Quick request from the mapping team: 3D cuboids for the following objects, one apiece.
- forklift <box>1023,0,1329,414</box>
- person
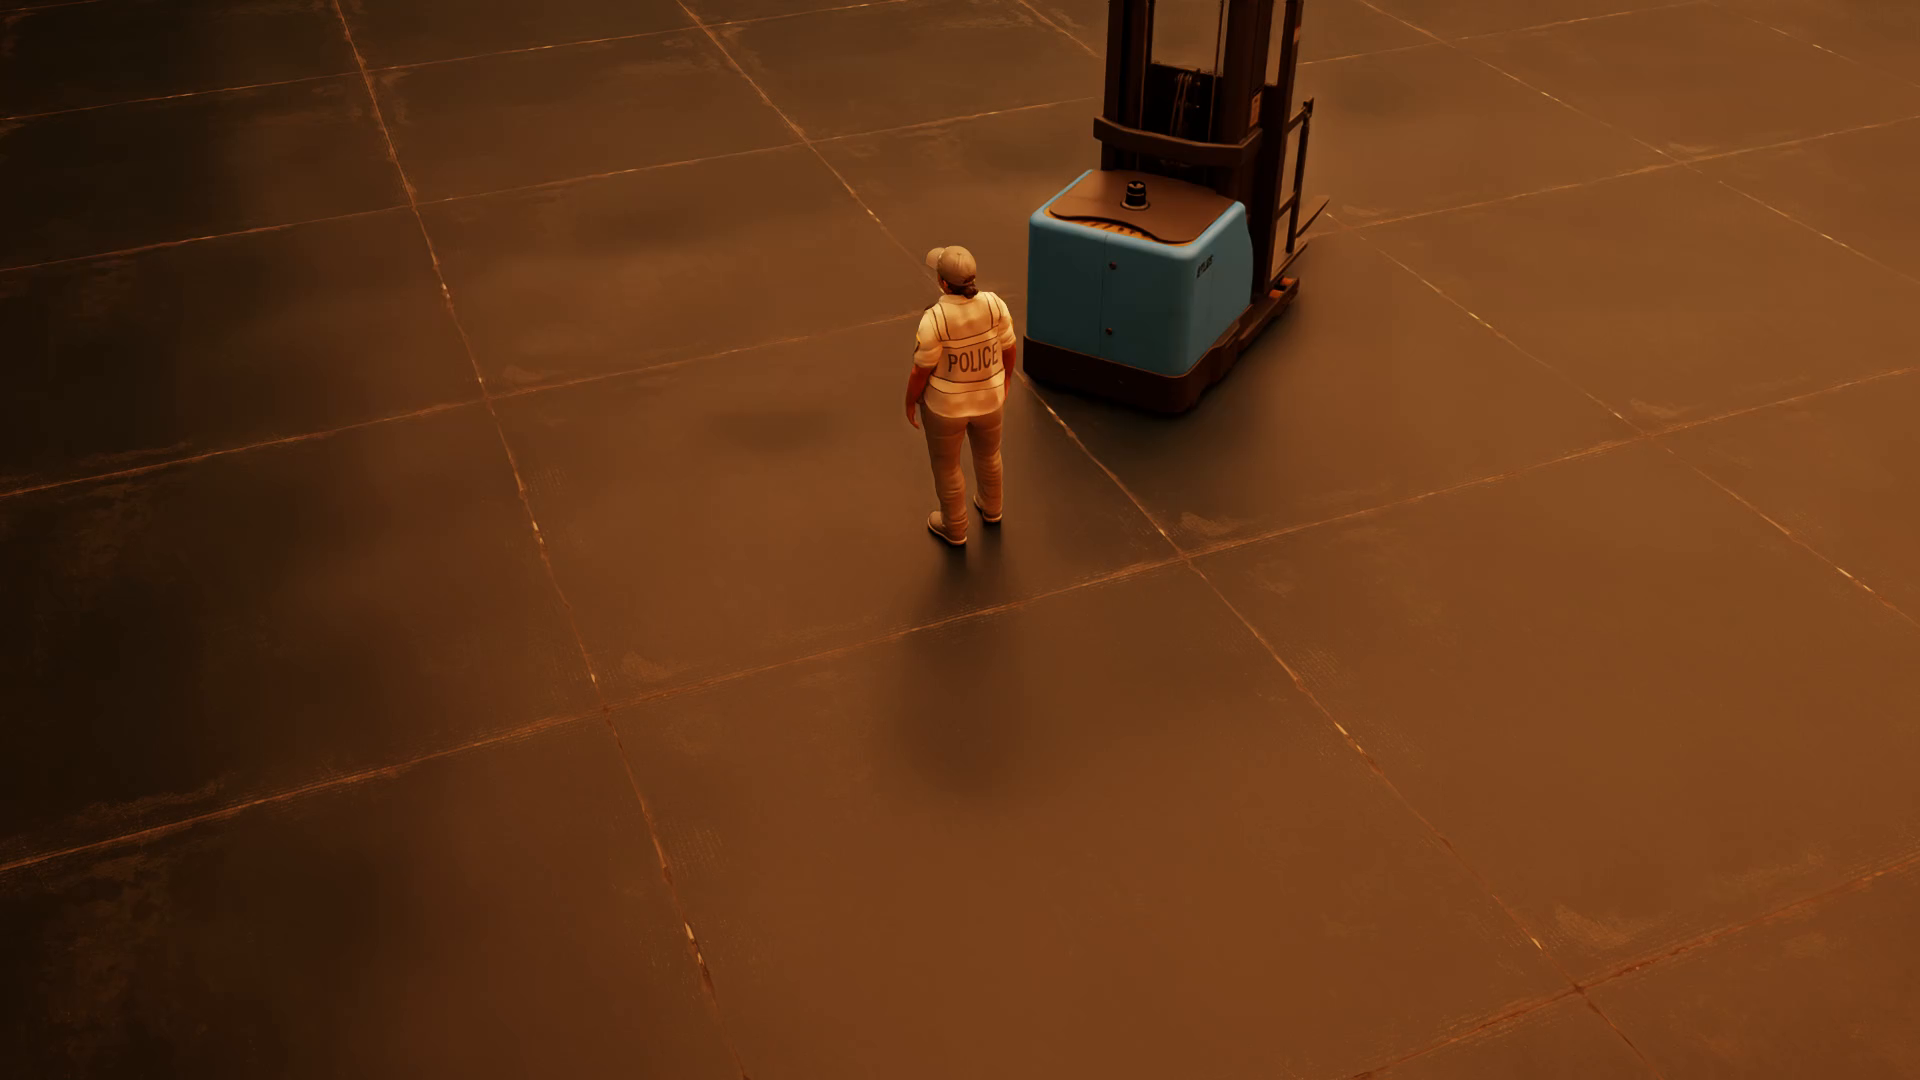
[{"bbox_3d":[1.541,-2.749,9.964,1.130,2.935,3.031,18,39,24],"label":"forklift"},{"bbox_3d":[-0.009,-0.732,8.205,0.598,1.670,0.529,-14,38,-19],"label":"person"}]
